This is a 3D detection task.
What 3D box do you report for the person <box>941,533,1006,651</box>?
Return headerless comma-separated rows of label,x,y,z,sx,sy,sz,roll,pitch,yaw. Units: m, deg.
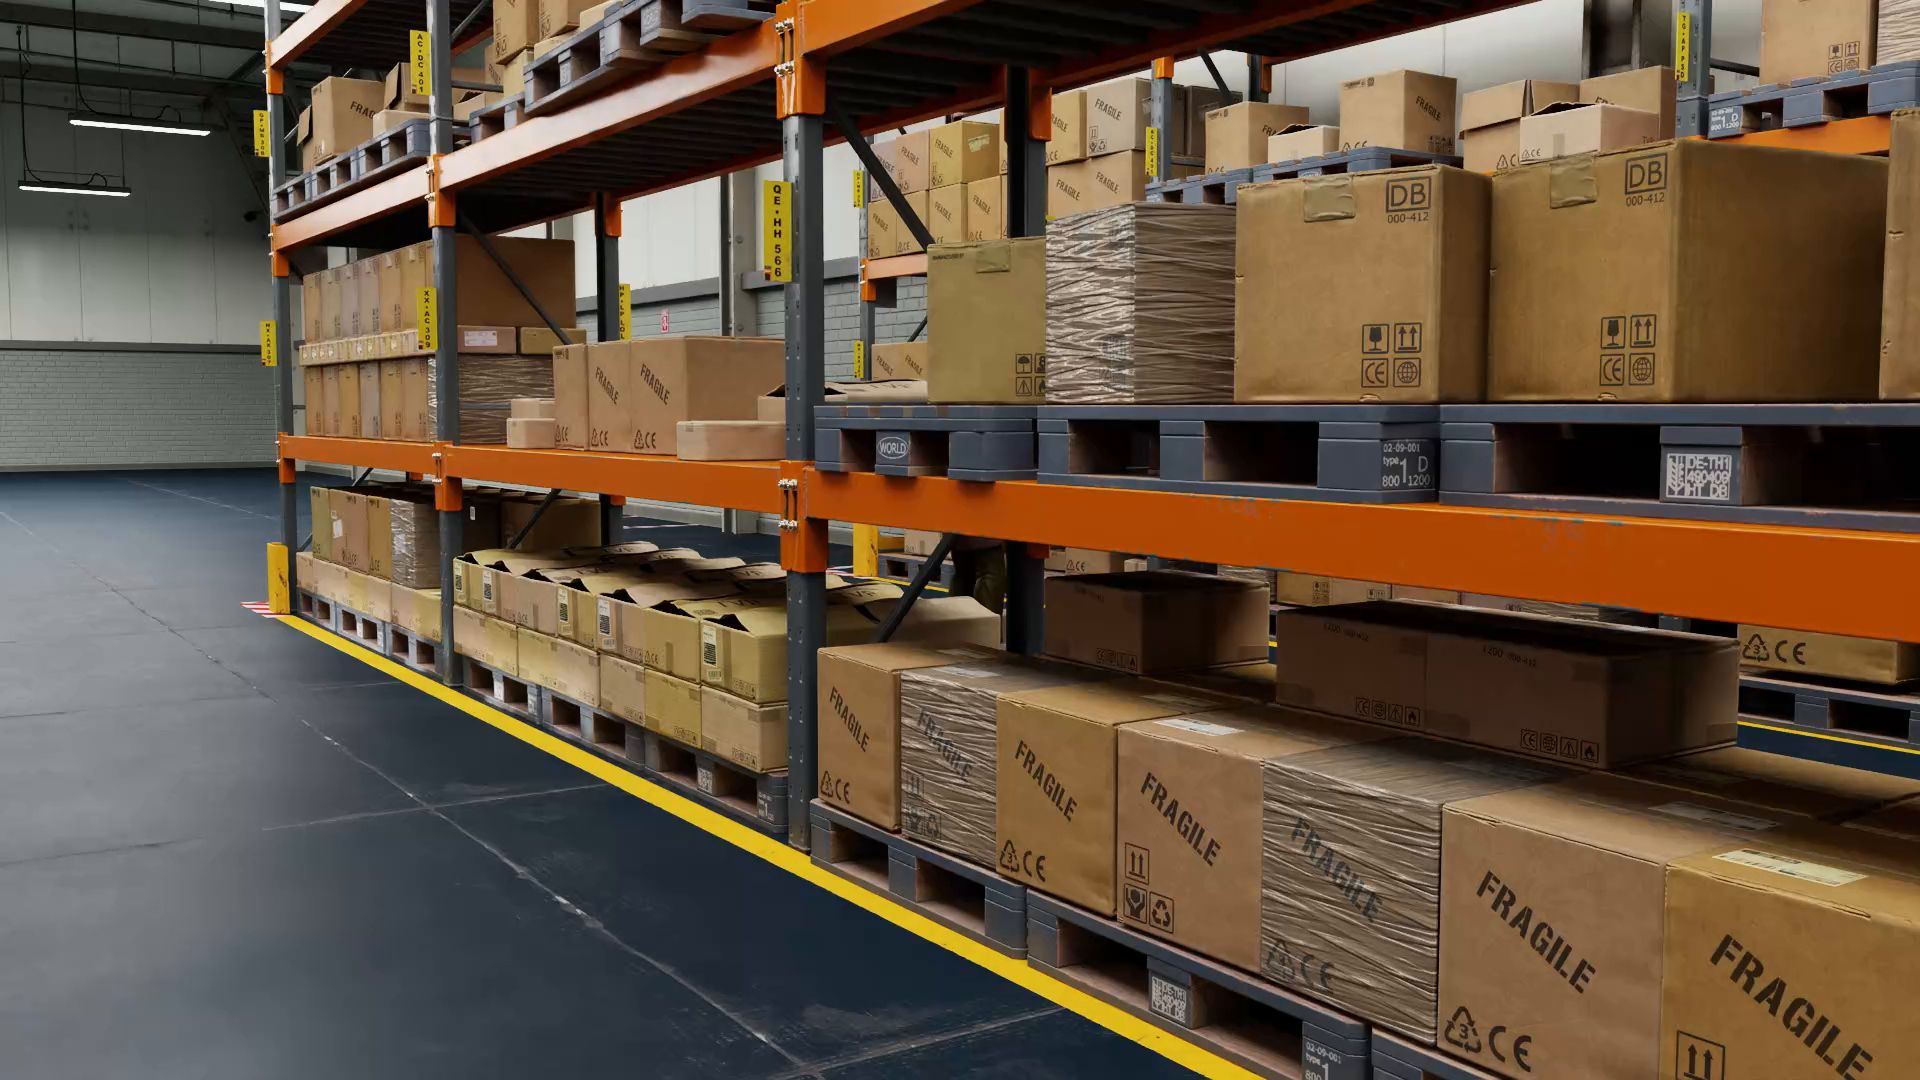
person,0.082,-0.181,10.049,0.429,1.772,0.646,-3,6,-37
